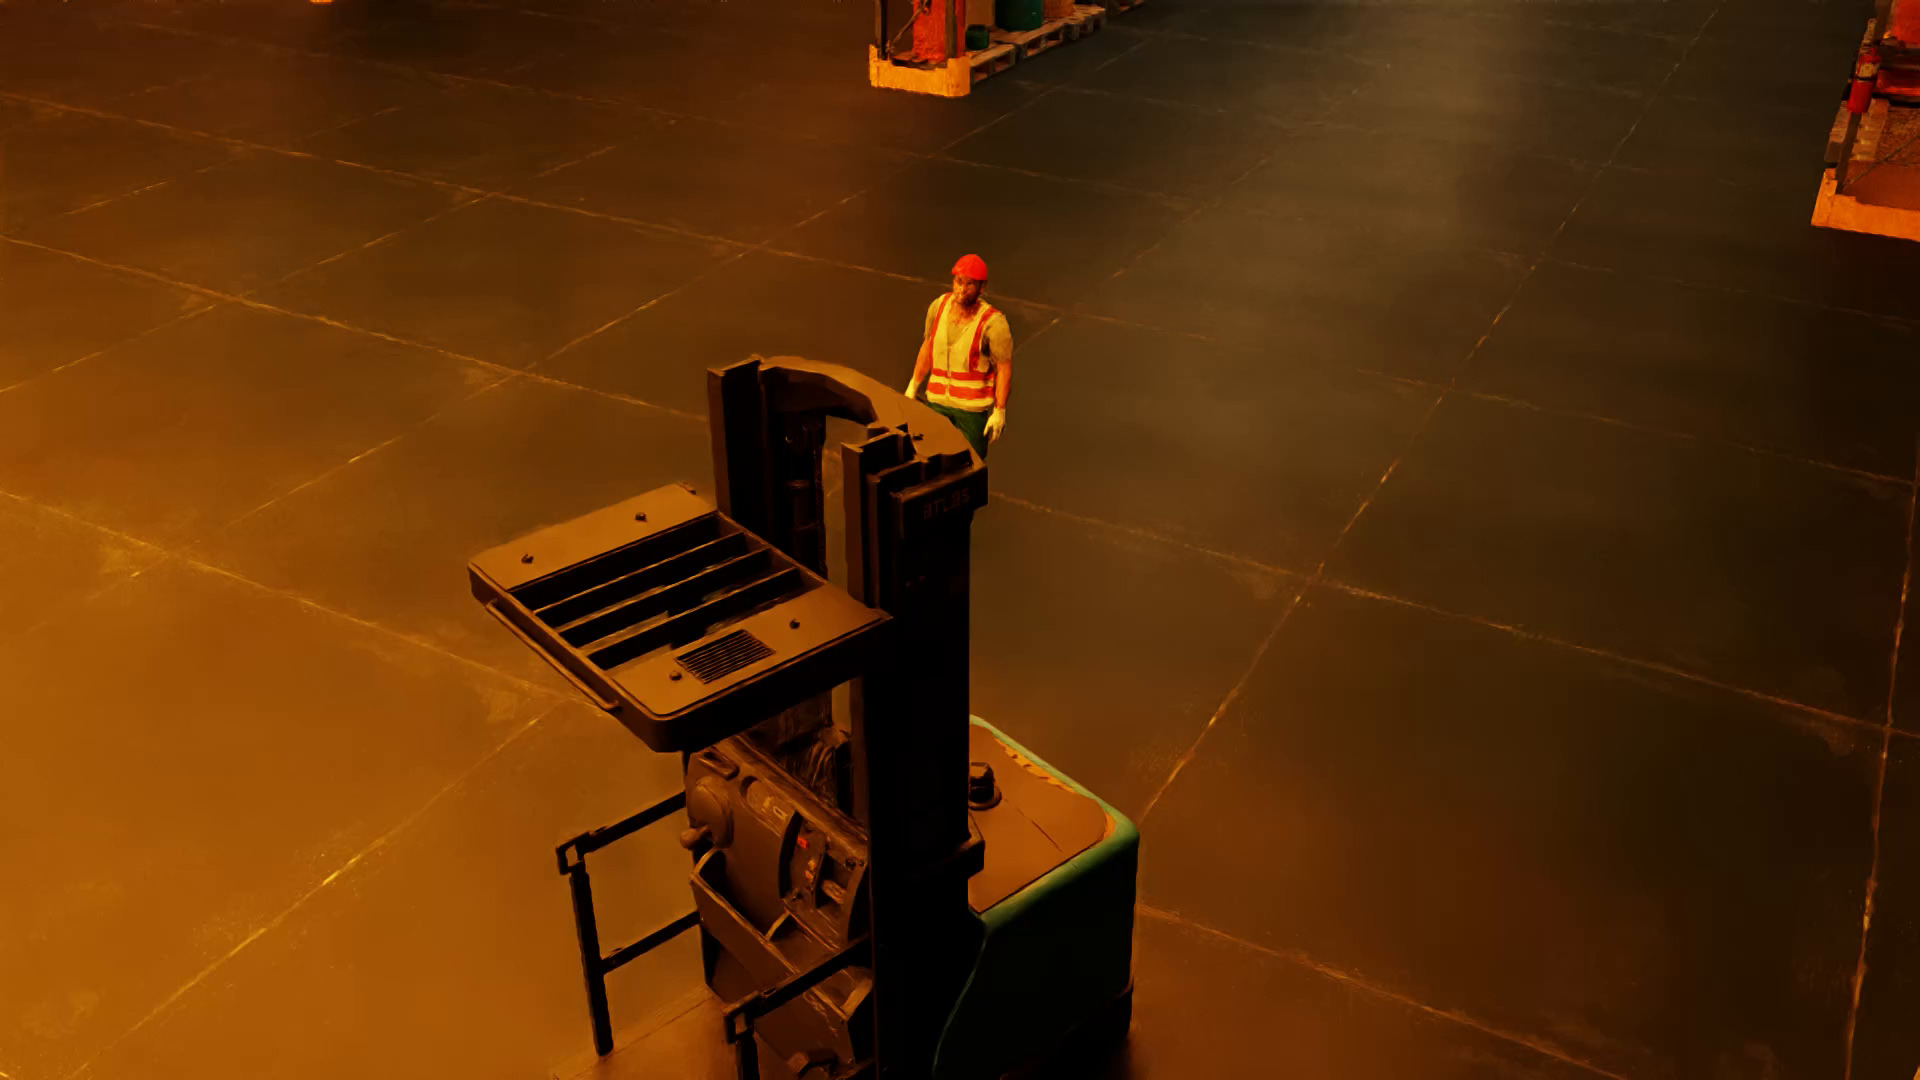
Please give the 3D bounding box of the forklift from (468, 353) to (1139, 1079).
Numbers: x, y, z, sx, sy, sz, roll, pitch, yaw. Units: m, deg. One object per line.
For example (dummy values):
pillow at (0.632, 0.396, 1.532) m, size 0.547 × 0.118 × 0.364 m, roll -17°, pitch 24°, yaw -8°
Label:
forklift at (-0.771, 1.000, 5.337) m, size 3.031 × 2.935 × 1.130 m, roll -24°, pitch 37°, yaw -35°

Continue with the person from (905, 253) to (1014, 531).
person at (-0.049, -0.748, 9.496) m, size 0.637 × 1.787 × 0.563 m, roll 15°, pitch 33°, yaw 25°
